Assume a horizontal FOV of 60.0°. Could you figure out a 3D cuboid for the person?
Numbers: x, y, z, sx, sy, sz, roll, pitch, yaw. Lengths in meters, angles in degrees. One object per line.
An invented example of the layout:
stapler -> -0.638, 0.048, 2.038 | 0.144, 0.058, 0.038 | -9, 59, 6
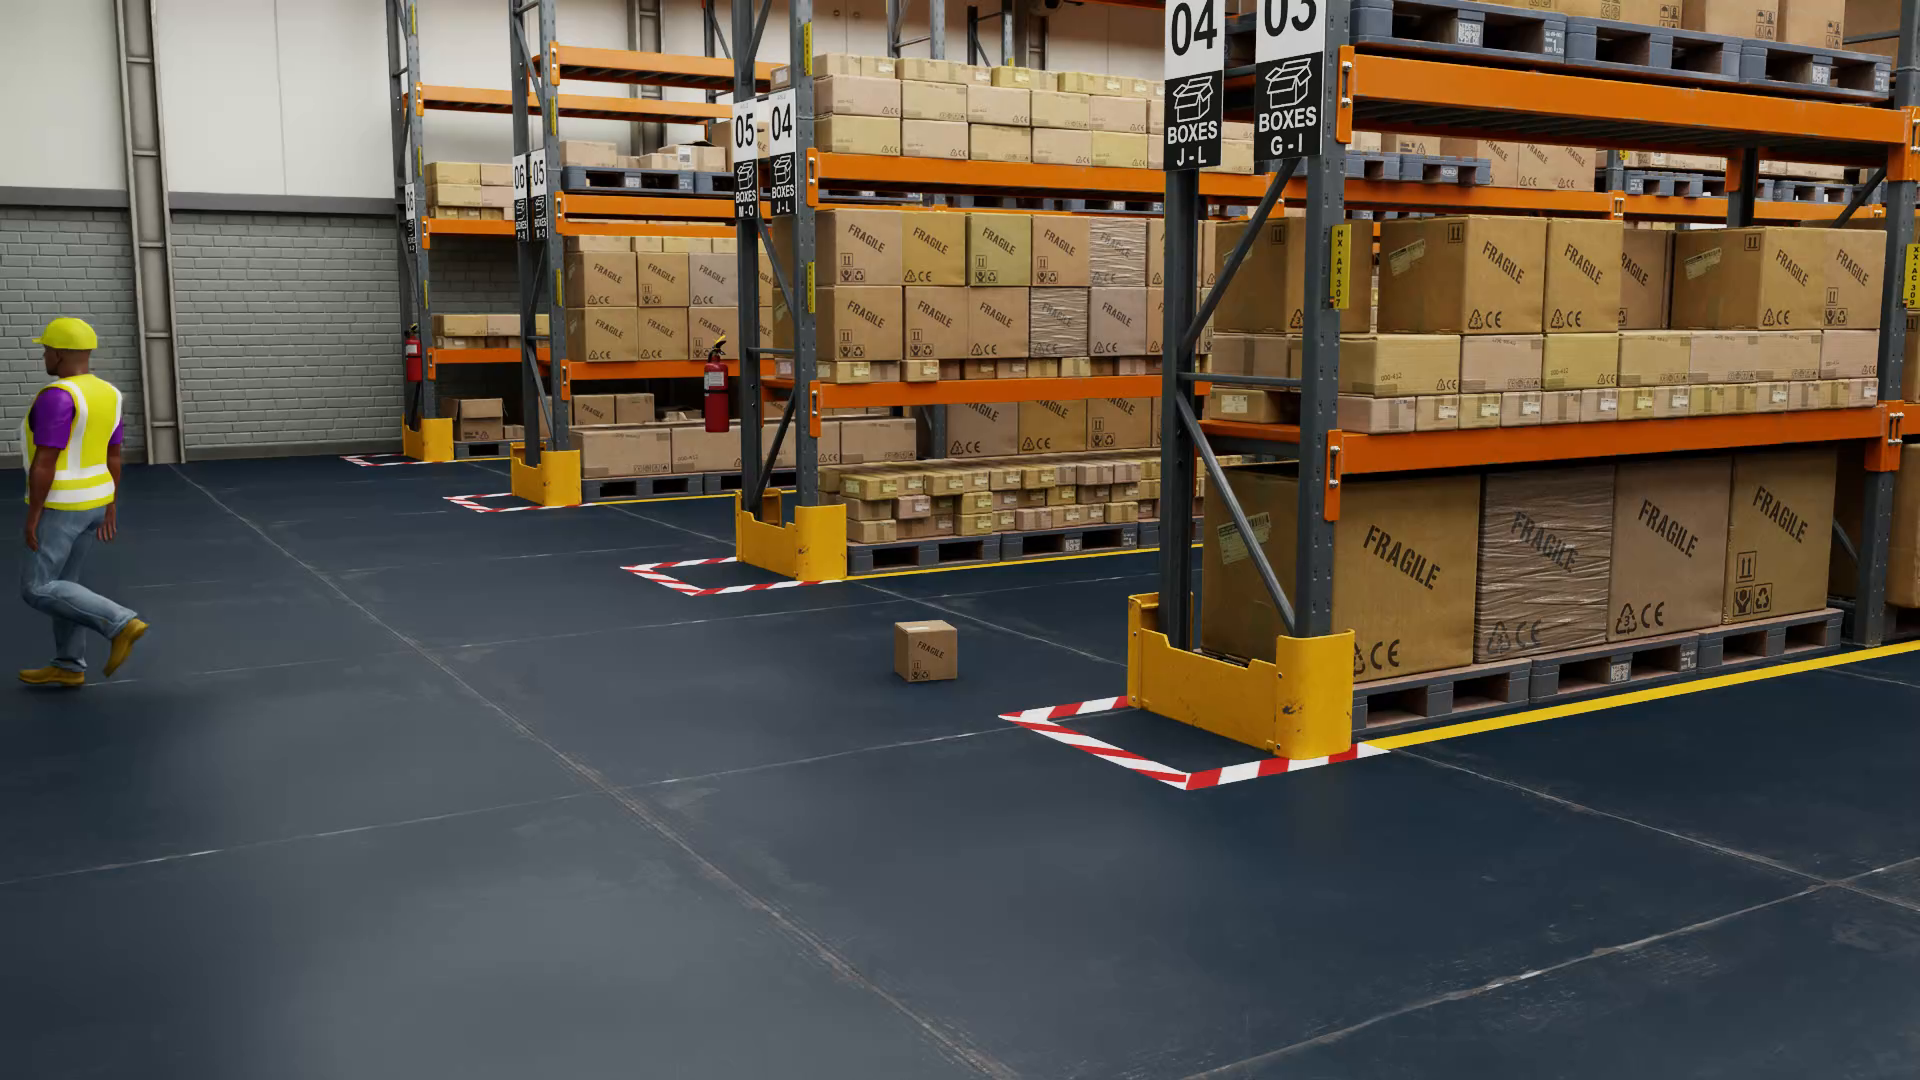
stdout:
person -> -4.174, -0.167, 7.833 | 0.702, 1.749, 0.577 | 0, 8, 0
